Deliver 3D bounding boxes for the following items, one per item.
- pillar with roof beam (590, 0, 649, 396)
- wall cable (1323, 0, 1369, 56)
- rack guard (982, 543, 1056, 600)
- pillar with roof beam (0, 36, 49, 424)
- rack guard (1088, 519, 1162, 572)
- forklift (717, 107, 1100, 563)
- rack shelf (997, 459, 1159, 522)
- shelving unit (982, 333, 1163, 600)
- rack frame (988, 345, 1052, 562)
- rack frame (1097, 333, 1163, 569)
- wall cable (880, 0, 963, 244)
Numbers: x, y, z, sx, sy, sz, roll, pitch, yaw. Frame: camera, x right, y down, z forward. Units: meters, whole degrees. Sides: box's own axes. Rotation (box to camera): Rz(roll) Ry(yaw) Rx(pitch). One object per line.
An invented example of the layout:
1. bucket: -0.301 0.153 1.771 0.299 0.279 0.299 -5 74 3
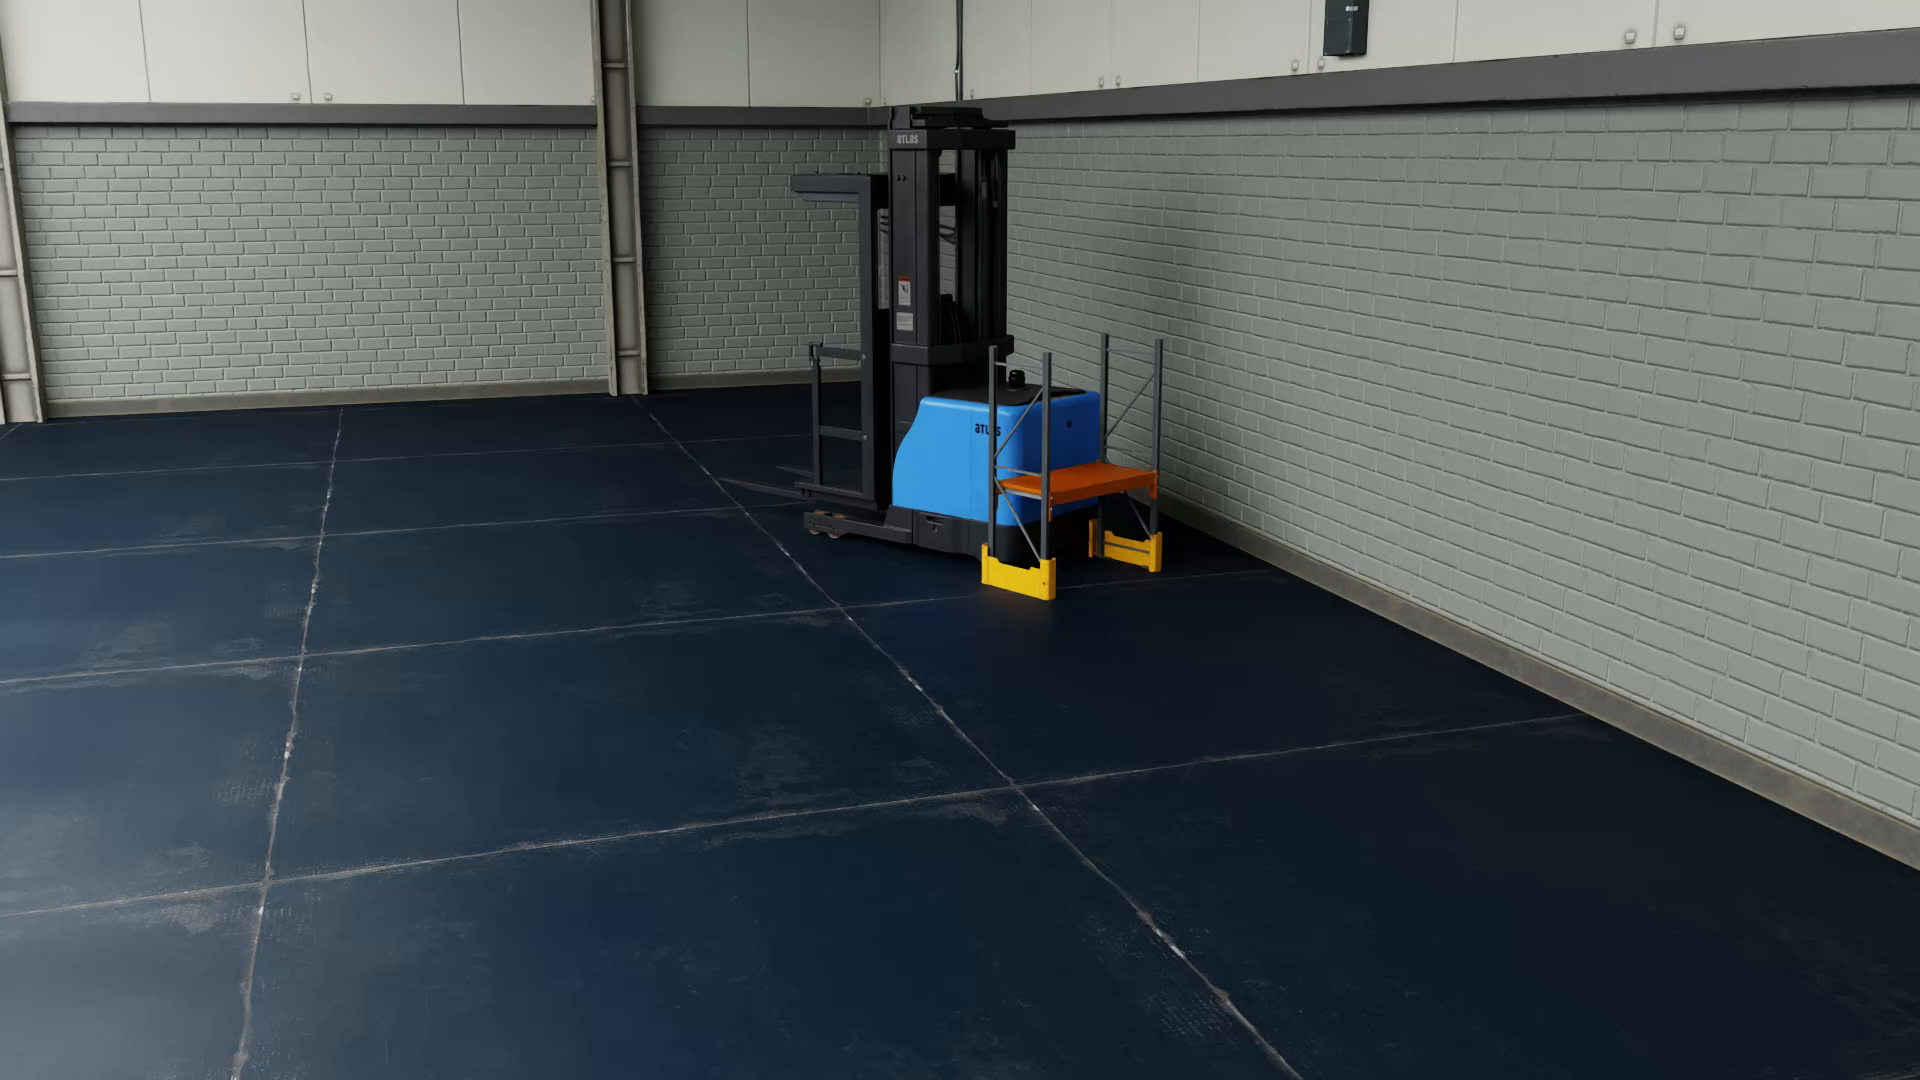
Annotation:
1. pillar with roof beam: -2.320 -5.072 13.518 0.400 9.000 9.100 -4 14 -18
2. wall cable: 2.534 -5.514 8.031 0.169 6.003 2.305 -4 14 -18
3. rack guard: 0.360 0.191 10.299 0.087 0.250 0.587 -12 18 -42
4. pillar with roof beam: -8.006 -4.629 11.657 0.400 9.000 9.100 -4 14 -18
5. rack guard: 1.086 0.033 10.963 0.087 0.250 0.587 -12 18 -42
6. forklift: -0.478 -1.518 11.692 3.031 2.935 1.130 11 17 39
7. rack shelf: 0.730 -0.322 10.534 1.000 0.185 0.538 -12 18 -42
8. shelving unit: 0.723 -0.496 10.487 1.083 1.500 0.587 -12 18 -42
9. rack frame: 0.359 -0.417 10.154 0.032 1.500 0.500 -12 18 -42
10. rack frame: 1.100 -0.578 10.831 0.032 1.500 0.500 -12 18 -42
11. wall cable: -0.479 -4.433 17.542 0.112 2.526 3.097 -4 14 -18
